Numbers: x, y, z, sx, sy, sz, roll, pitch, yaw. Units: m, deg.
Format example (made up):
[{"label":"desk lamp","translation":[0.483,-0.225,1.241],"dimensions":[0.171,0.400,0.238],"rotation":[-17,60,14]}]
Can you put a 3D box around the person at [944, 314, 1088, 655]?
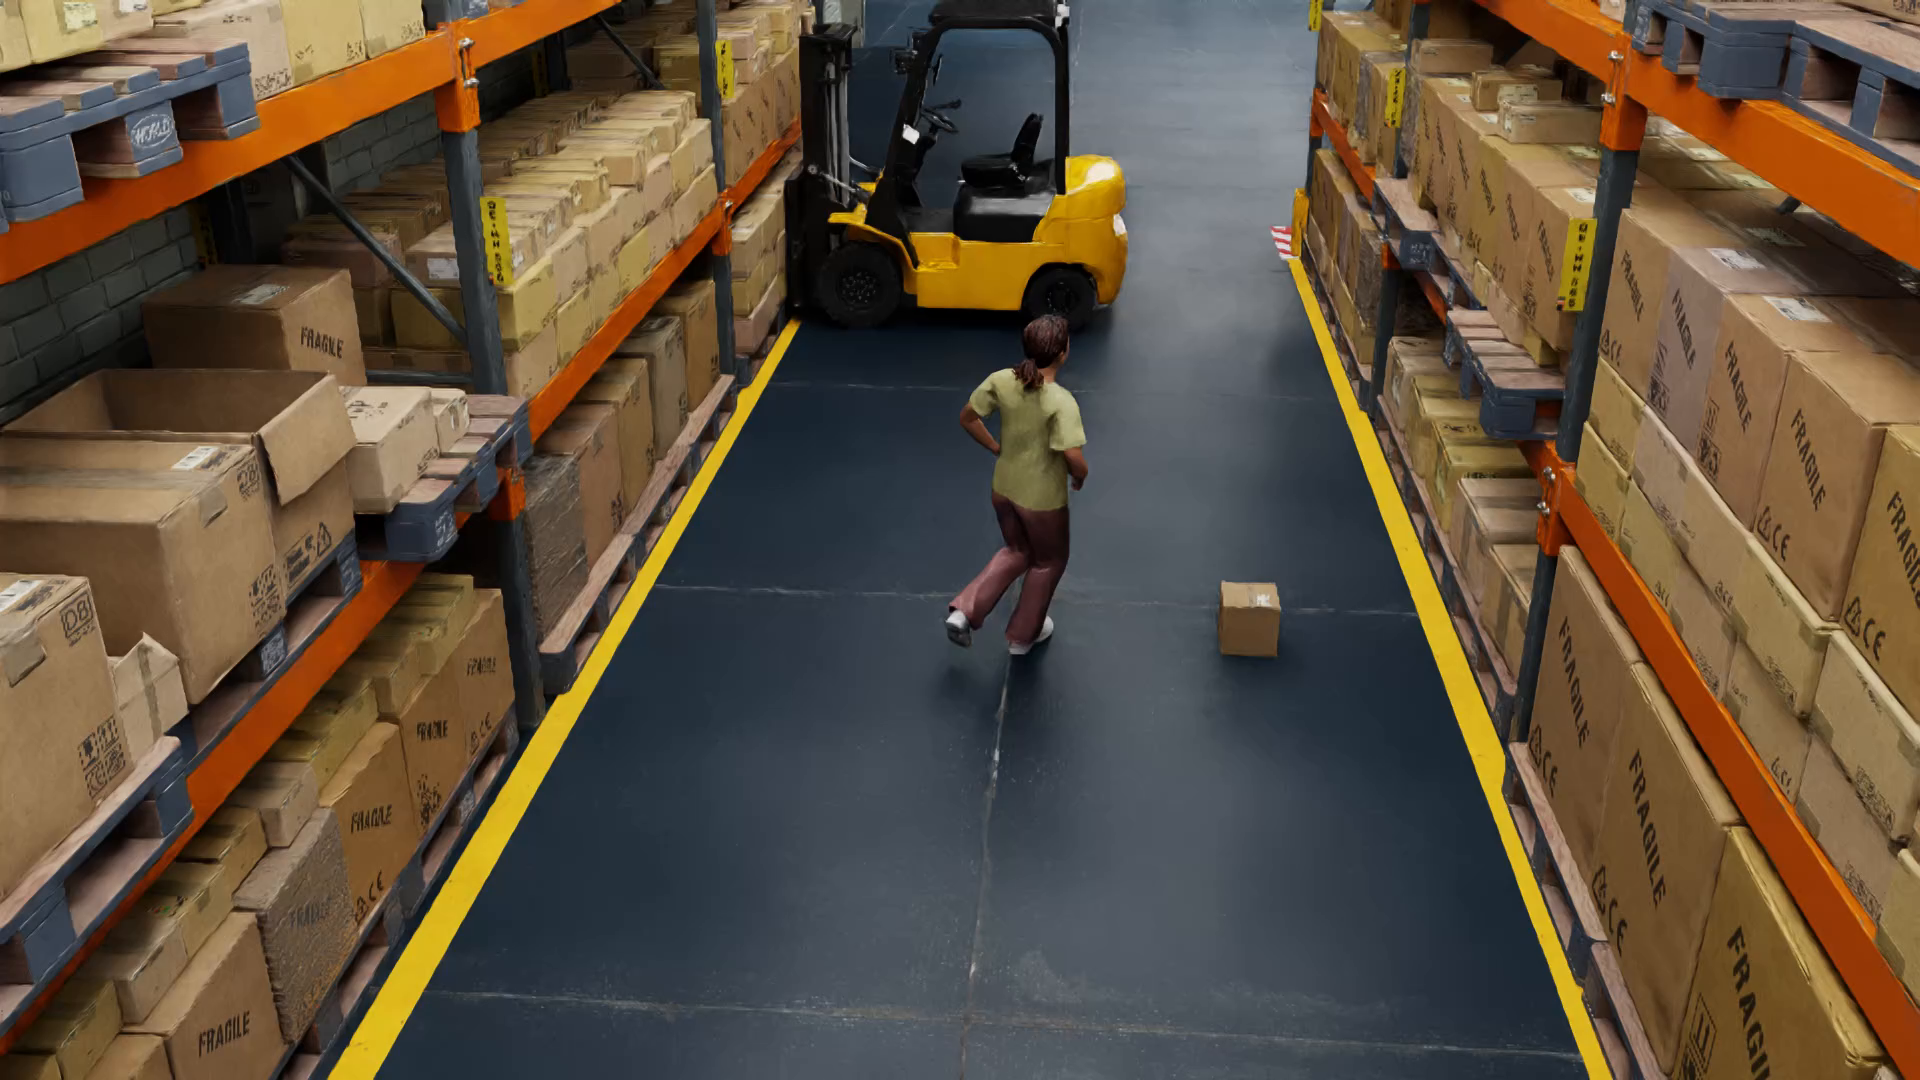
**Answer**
[{"label":"person","translation":[0.312,-0.173,7.031],"dimensions":[0.652,1.618,0.610],"rotation":[-23,33,-40]}]
